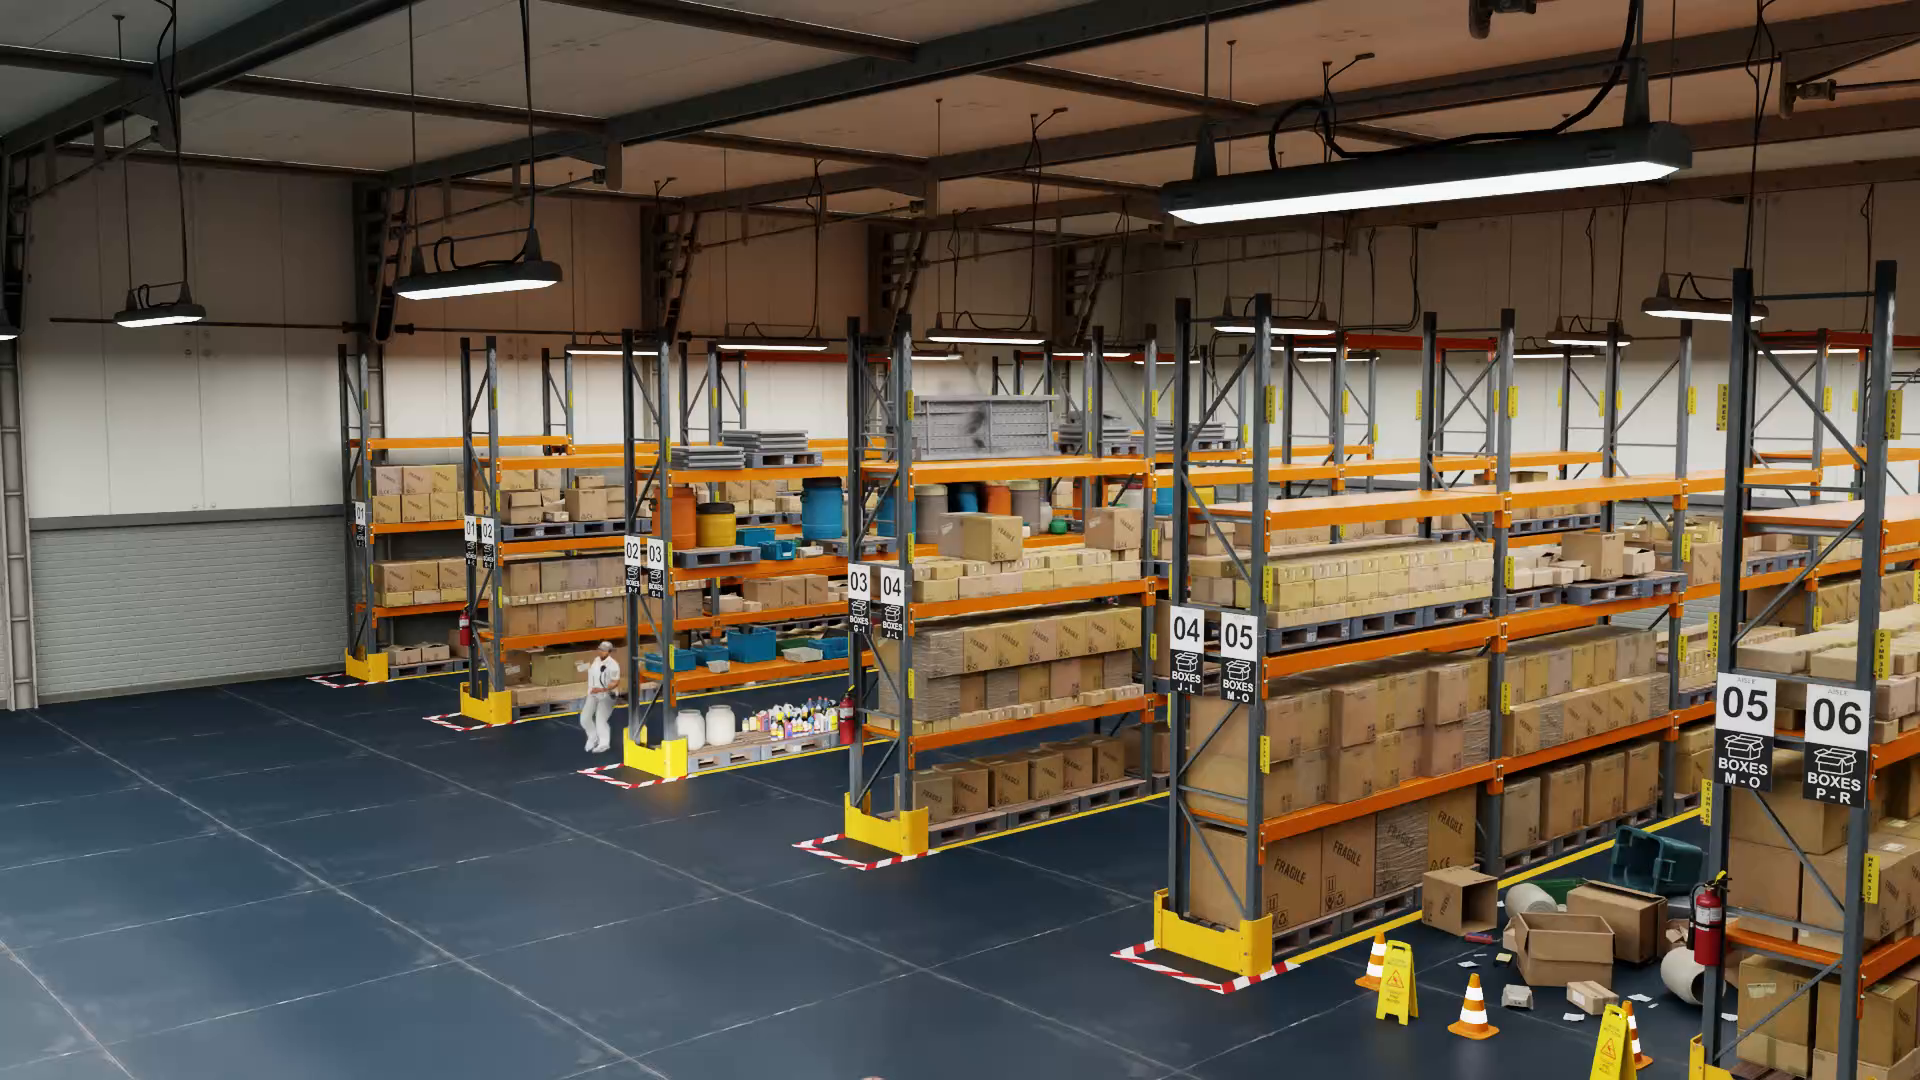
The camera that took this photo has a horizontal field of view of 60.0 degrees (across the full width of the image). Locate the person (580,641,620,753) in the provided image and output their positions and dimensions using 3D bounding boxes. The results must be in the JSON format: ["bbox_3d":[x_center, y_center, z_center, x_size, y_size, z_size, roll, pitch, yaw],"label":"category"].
[{"bbox_3d":[-5.115,2.238,23.670,0.642,1.625,0.549,3,6,28],"label":"person"}]
